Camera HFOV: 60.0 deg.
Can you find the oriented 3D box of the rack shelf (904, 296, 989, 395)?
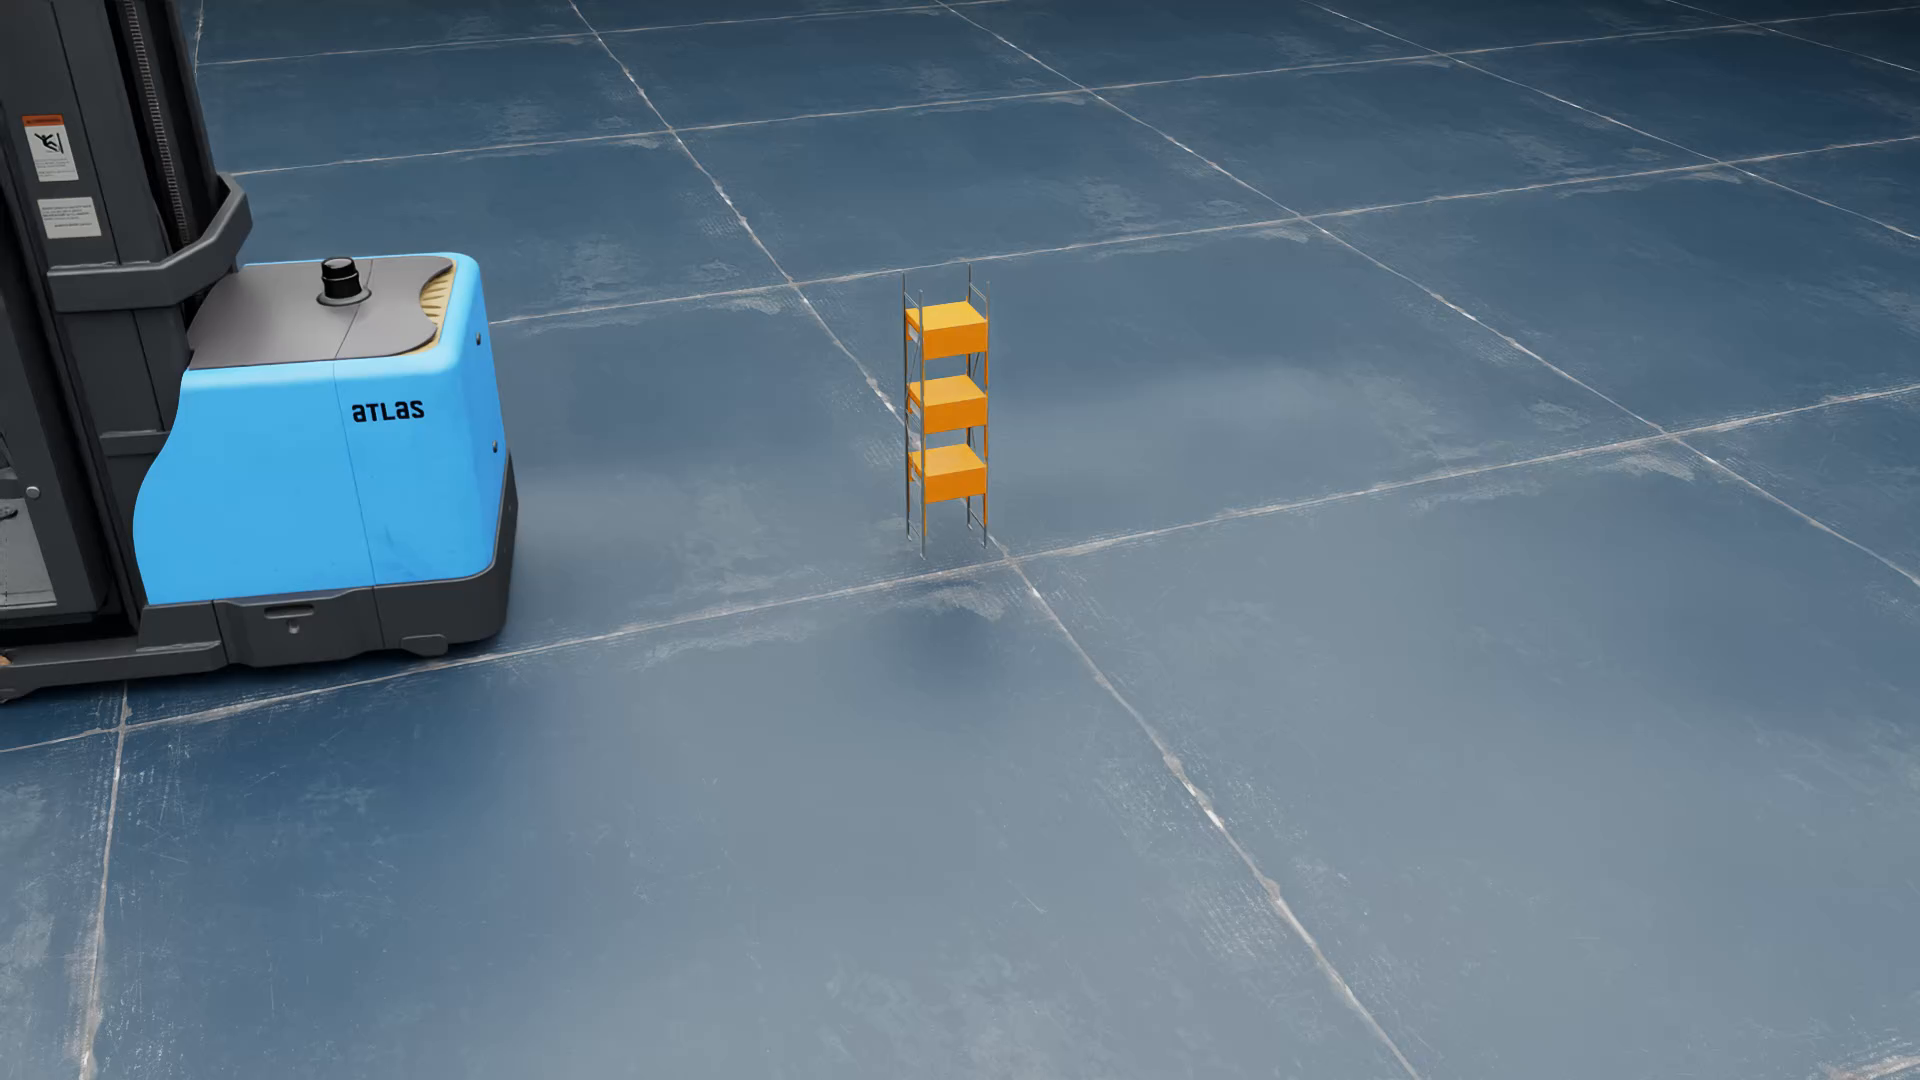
[{"bbox_3d":[-0.050,-0.684,5.839,0.240,0.259,0.215,-10,31,-18],"label":"rack shelf"}]

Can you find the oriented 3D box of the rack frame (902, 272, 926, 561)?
[{"bbox_3d":[-0.164,-0.426,5.937,0.008,1.050,0.200,-10,31,-18],"label":"rack frame"}]

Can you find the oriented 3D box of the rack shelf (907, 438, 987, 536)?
[{"bbox_3d":[-0.050,-0.196,6.117,0.240,0.259,0.215,-10,31,-18],"label":"rack shelf"}]

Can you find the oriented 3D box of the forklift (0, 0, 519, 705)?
[{"bbox_3d":[-3.101,-1.007,5.057,3.031,2.935,1.130,-5,30,-9],"label":"forklift"}]

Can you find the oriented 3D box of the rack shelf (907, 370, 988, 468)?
[{"bbox_3d":[-0.050,-0.438,5.979,0.240,0.259,0.215,-10,31,-18],"label":"rack shelf"}]

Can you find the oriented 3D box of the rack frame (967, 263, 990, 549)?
[{"bbox_3d":[0.064,-0.468,6.011,0.008,1.050,0.200,-10,31,-18],"label":"rack frame"}]

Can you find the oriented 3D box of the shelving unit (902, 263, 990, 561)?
[{"bbox_3d":[-0.050,-0.447,5.974,0.252,1.050,0.215,-10,31,-18],"label":"shelving unit"}]
